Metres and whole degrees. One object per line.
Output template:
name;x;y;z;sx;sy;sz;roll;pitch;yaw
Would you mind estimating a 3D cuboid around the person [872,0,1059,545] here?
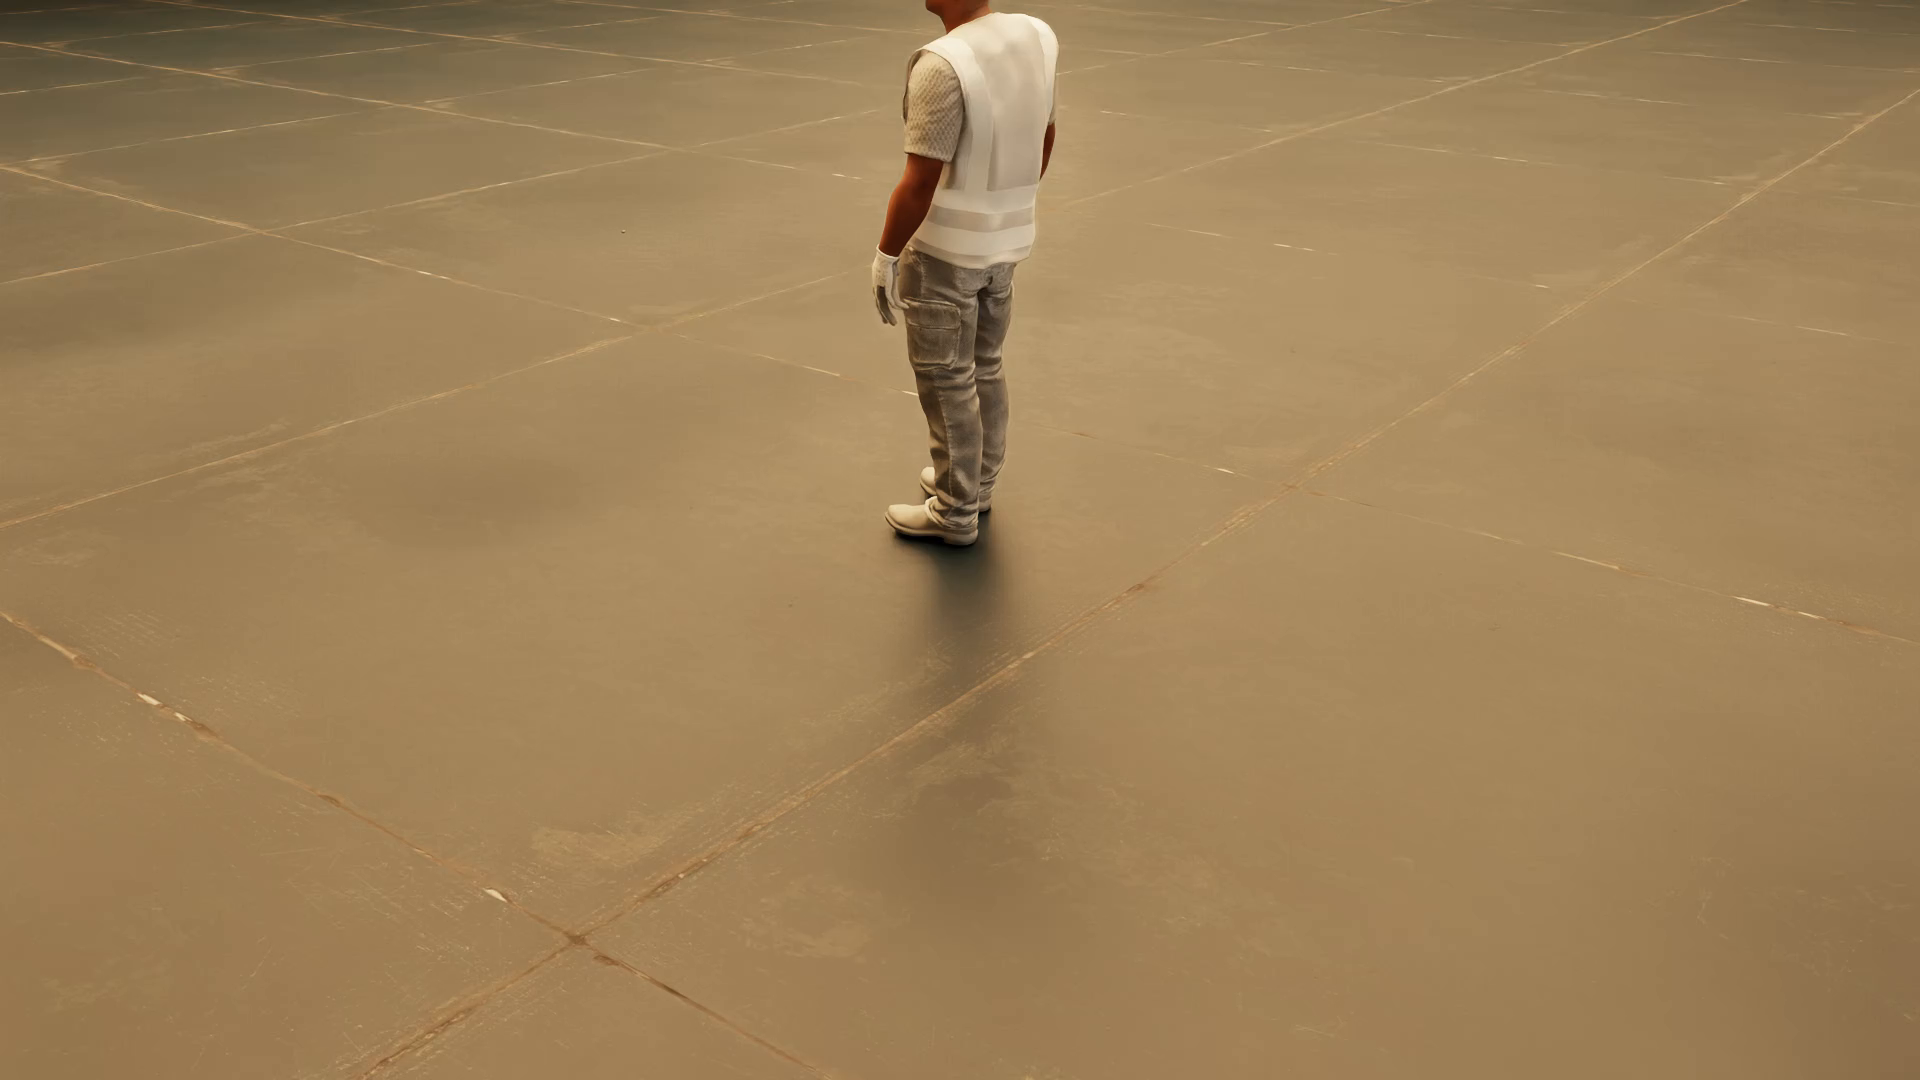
person;-0.051;-0.845;4.703;0.577;1.782;0.656;17;29;34
